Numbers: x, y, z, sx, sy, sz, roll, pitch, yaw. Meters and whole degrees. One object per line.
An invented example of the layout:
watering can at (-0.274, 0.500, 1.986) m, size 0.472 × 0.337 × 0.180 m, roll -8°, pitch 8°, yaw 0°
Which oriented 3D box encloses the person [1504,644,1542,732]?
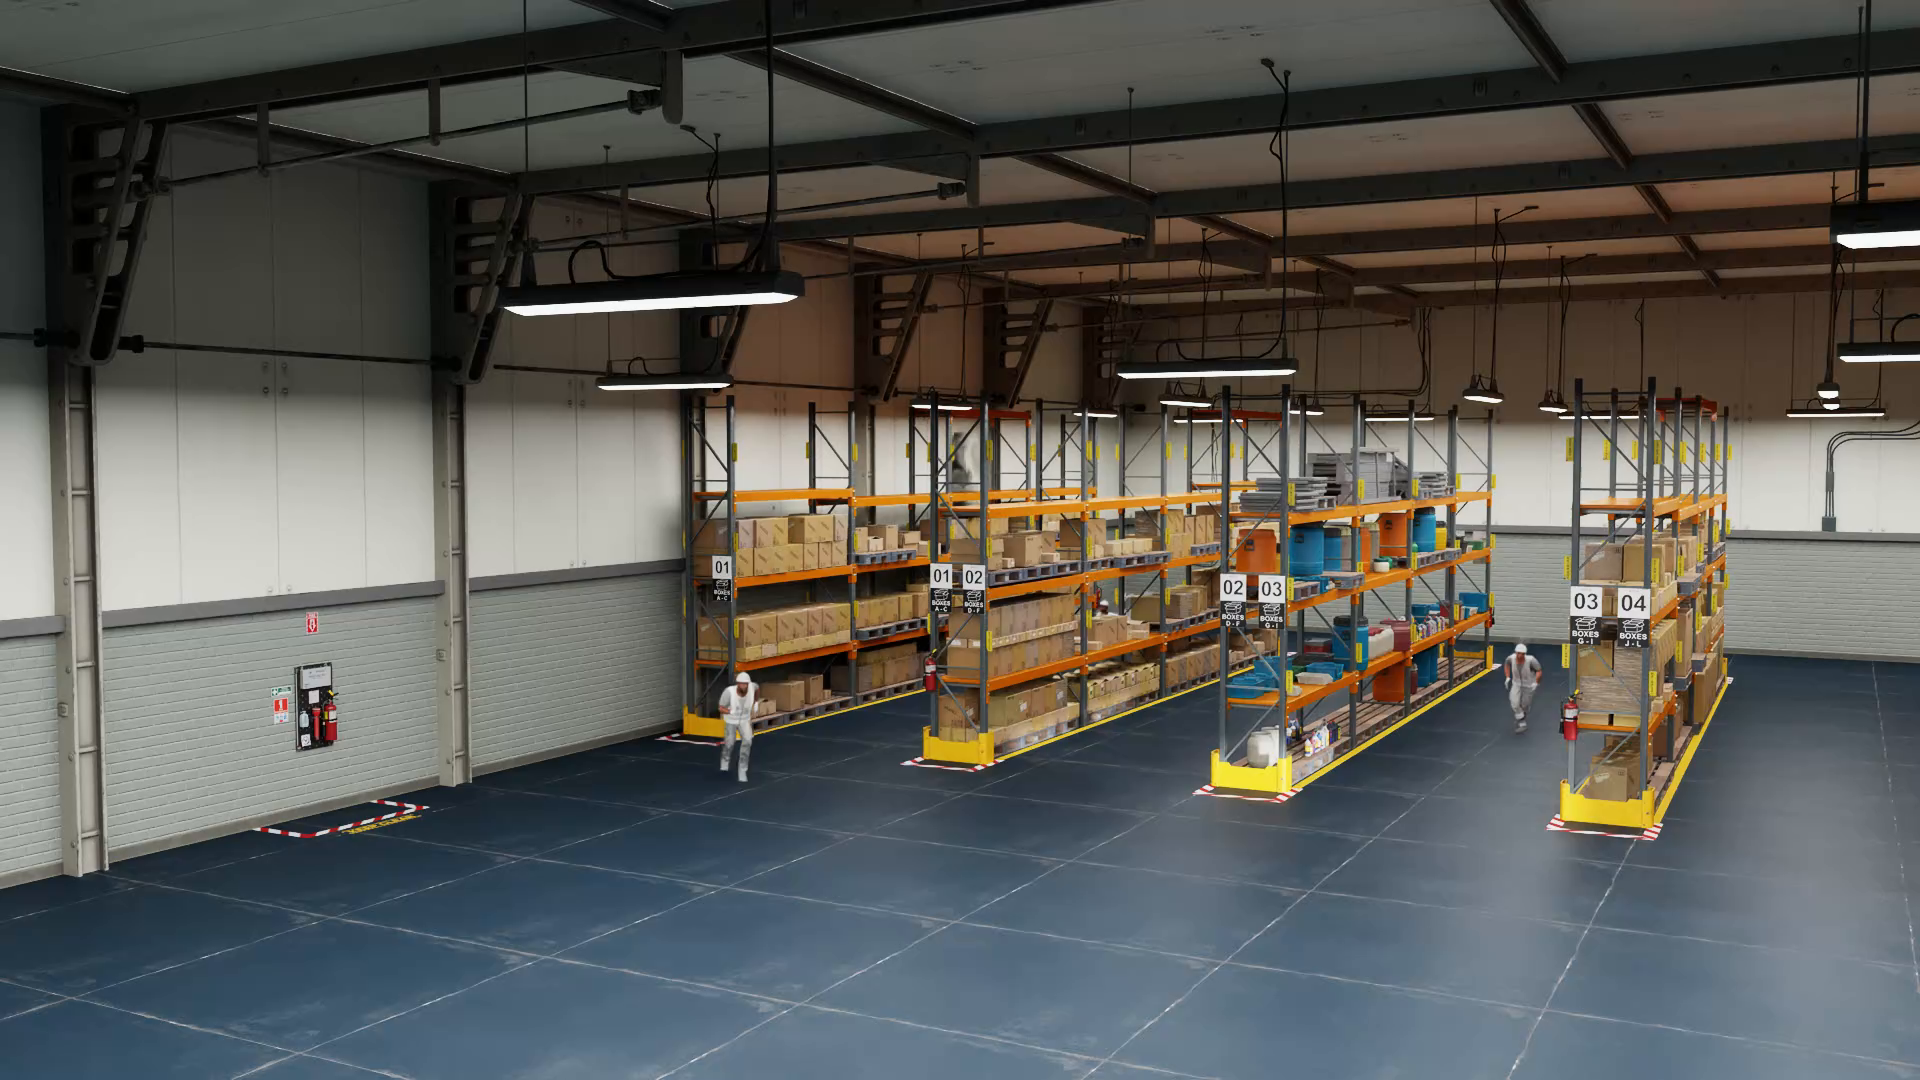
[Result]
person at (10.159, 2.639, 29.959) m, size 0.663 × 1.618 × 1.090 m, roll 2°, pitch 3°, yaw 28°

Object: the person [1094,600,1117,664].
person at (3.221, 2.200, 37.035) m, size 0.702 × 1.726 × 0.598 m, roll 2°, pitch 4°, yaw 33°

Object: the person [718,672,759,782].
person at (-3.426, 2.849, 25.548) m, size 0.729 × 1.719 × 1.019 m, roll -2°, pitch 3°, yaw -28°
